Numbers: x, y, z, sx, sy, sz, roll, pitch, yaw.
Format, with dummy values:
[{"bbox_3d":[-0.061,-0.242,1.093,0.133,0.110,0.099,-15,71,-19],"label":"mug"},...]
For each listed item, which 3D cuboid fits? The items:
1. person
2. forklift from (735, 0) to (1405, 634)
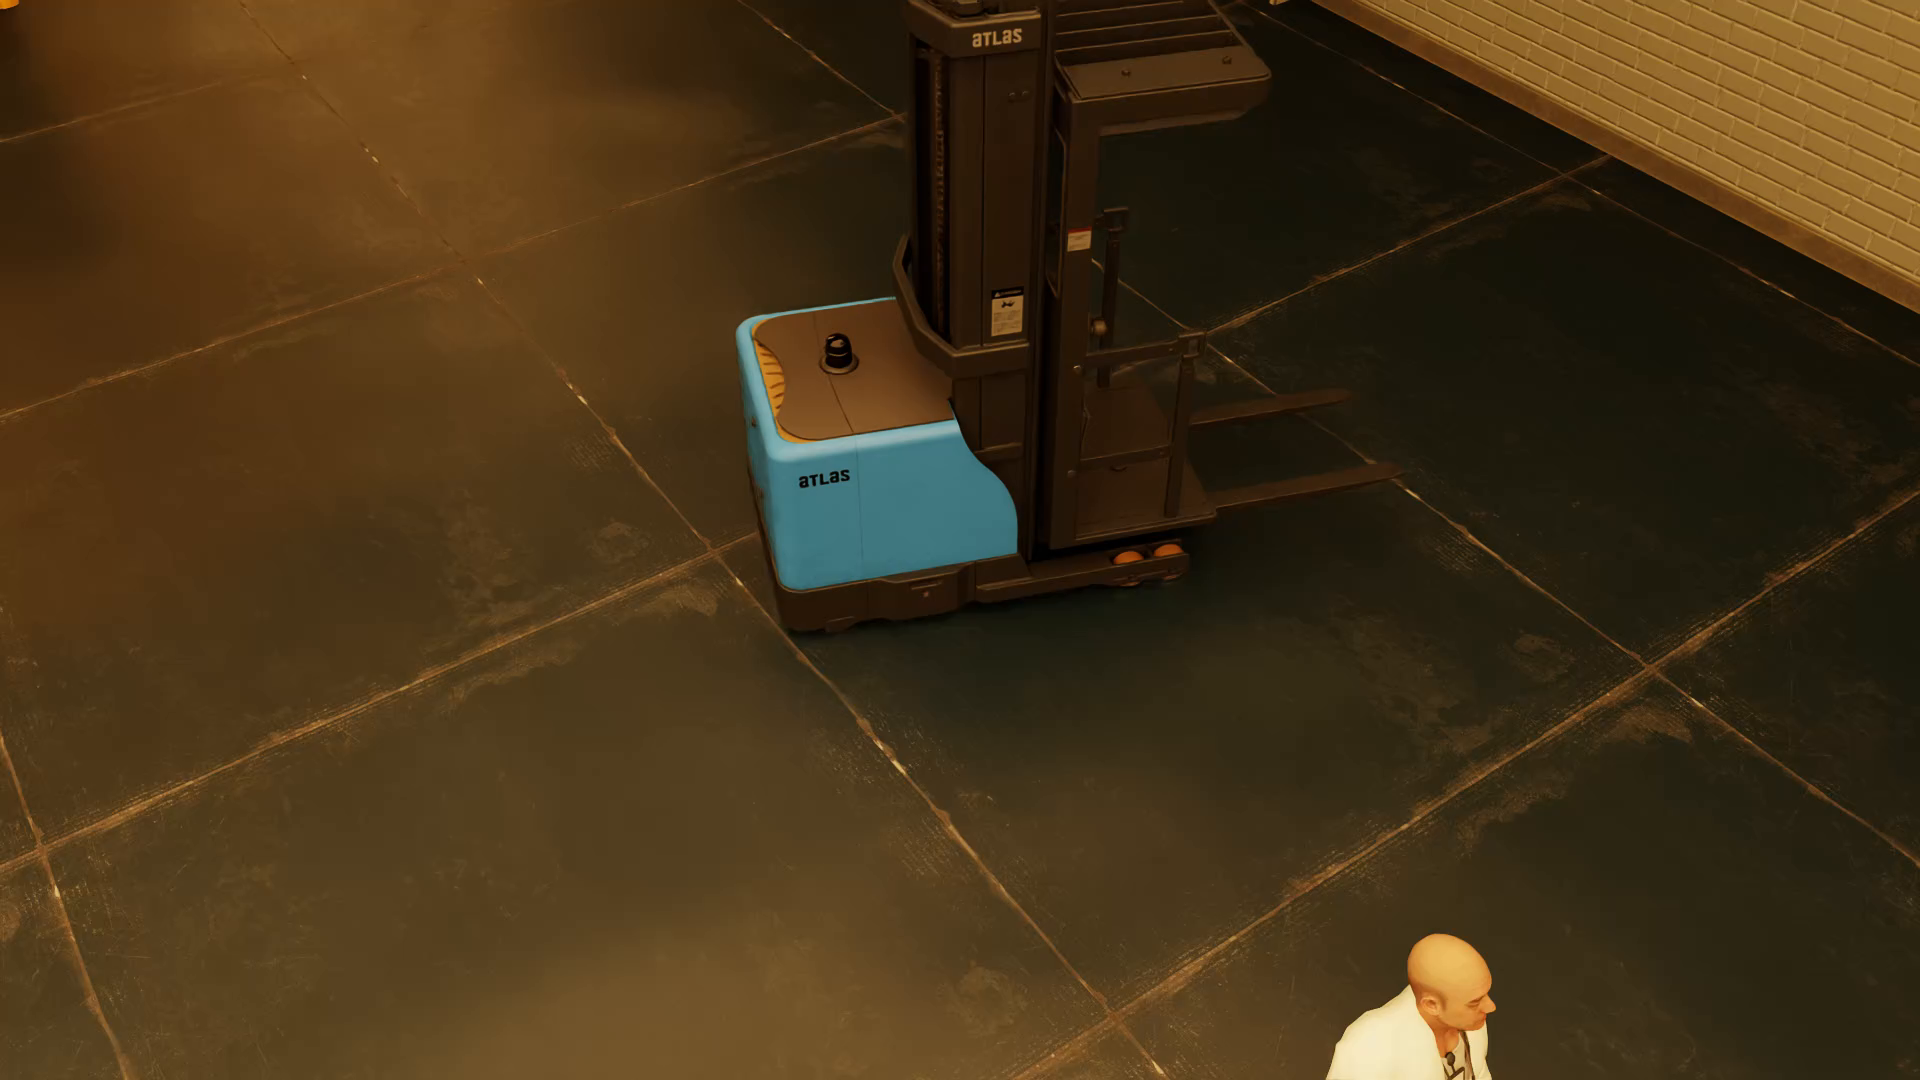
[{"bbox_3d":[1.304,1.775,4.630,0.695,1.775,0.582,-30,51,-29],"label":"person"},{"bbox_3d":[0.567,-1.202,7.020,3.031,2.935,1.130,-10,44,-10],"label":"forklift"}]
